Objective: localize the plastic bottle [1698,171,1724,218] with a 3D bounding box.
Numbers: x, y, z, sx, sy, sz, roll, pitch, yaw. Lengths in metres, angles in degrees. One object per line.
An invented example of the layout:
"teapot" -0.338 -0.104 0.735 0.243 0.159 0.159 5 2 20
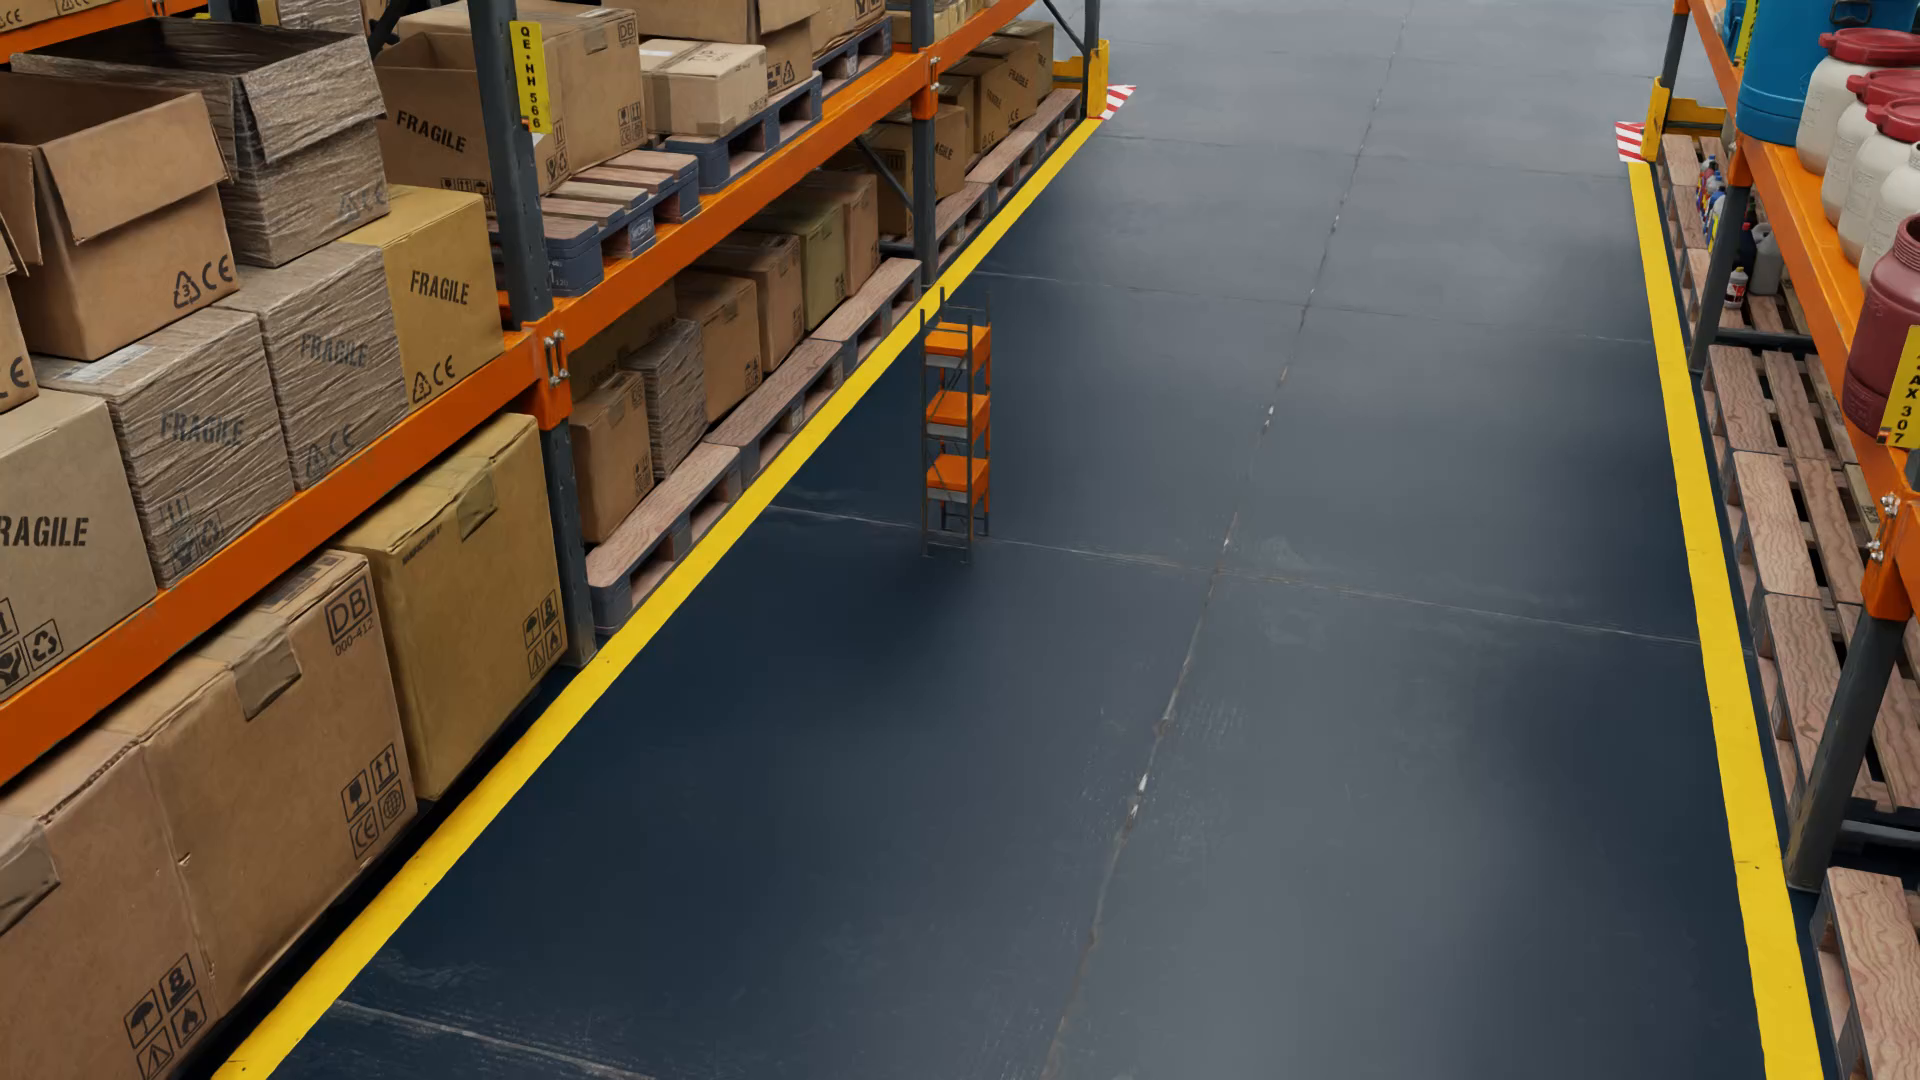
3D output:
"plastic bottle" 4.348 -1.997 9.609 0.097 0.271 0.097 0 29 0

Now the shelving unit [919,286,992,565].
"shelving unit" -0.016 -0.434 6.450 0.215 1.050 0.252 8 30 15

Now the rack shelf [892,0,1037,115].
"rack shelf" -0.043 -3.417 10.548 1.077 0.370 4.000 8 30 15

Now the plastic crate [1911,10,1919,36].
"plastic crate" 4.380 -2.294 7.851 0.767 0.338 0.504 8 30 15

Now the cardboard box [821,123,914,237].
"cardboard box" -0.474 -2.074 9.532 0.500 0.500 0.500 8 30 13

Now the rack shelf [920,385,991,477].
"rack shelf" -0.016 -0.425 6.455 0.215 0.259 0.240 8 30 15

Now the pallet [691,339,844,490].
"pallet" -1.213 -0.653 7.707 1.003 0.211 1.213 8 30 15

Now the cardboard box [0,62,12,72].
"cardboard box" -5.438 -2.456 9.962 1.050 0.750 0.750 8 30 15

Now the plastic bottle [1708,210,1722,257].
"plastic bottle" 4.169 -1.710 9.011 0.144 0.351 0.185 8 30 15

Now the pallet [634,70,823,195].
"pallet" -1.262 -1.785 7.071 1.003 0.211 1.213 8 30 15

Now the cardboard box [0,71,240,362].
"cardboard box" -2.228 -0.786 3.942 0.797 0.503 0.637 9 30 16

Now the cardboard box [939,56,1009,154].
"cardboard box" 0.000 -2.894 11.006 0.500 0.500 0.500 11 31 20

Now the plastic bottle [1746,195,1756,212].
"plastic bottle" 4.323 -1.741 9.135 0.061 0.283 0.133 8 30 15

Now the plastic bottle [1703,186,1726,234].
"plastic bottle" 4.259 -1.856 9.356 0.097 0.271 0.097 0 29 0

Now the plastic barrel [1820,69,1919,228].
"plastic barrel" 3.399 -1.401 6.043 0.433 0.535 0.433 0 29 0

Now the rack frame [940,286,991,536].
"rack frame" 0.020 -0.491 6.552 0.200 1.050 0.008 8 30 15

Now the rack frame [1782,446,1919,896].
"rack frame" 2.931 -0.237 4.090 1.000 3.000 0.127 8 30 15

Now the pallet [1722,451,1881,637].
"pallet" 3.555 0.062 6.421 1.003 0.211 1.213 8 30 15

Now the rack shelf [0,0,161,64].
"rack shelf" -5.929 -2.313 8.563 1.077 0.370 4.000 8 30 15

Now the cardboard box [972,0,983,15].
"cardboard box" -0.082 -3.102 9.498 0.380 0.149 0.250 8 30 15

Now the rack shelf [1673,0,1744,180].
"rack shelf" 4.692 -2.711 9.277 1.077 0.370 4.000 8 30 15

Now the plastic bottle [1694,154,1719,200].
"plastic bottle" 4.449 -2.156 9.895 0.097 0.271 0.097 0 29 0

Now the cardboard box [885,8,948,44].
"cardboard box" -0.279 -2.750 8.866 0.380 0.149 0.250 8 30 15

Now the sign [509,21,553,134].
"sign" -1.273 -1.372 4.939 0.100 0.325 0.005 8 30 15

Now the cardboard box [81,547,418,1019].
"cardboard box" -2.296 0.532 4.461 1.225 0.875 0.875 9 30 15

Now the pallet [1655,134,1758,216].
"pallet" 5.058 -2.317 10.698 1.003 0.211 1.213 8 30 15

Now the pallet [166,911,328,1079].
"pallet" -2.468 1.196 4.383 1.003 0.211 1.213 8 30 15

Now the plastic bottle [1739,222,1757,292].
"plastic bottle" 4.018 -1.471 8.581 0.144 0.351 0.185 8 30 14

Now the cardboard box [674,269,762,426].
"cardboard box" -1.316 -0.882 7.368 0.700 0.500 0.500 11 31 19

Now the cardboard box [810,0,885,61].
"cardboard box" -0.997 -2.899 7.826 1.000 1.000 1.000 9 30 15

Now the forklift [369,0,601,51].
"forklift" -2.618 -2.953 9.043 1.130 2.935 3.031 -20 35 -32

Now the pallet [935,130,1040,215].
"pallet" -0.110 -2.470 10.973 1.003 0.211 1.213 8 30 15

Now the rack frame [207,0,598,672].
"rack frame" -1.804 -0.944 5.361 1.000 3.000 0.127 8 30 15

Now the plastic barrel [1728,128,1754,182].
"plastic barrel" 5.012 -2.501 10.288 0.421 0.512 0.421 0 29 0

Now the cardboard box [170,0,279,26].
"cardboard box" -5.090 -3.094 10.981 0.875 0.875 0.875 9 30 16

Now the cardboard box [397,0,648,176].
"cardboard box" -1.616 -1.701 6.188 0.700 0.500 0.500 13 32 22

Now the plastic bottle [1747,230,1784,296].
"plastic bottle" 4.156 -1.450 8.544 0.144 0.351 0.185 8 30 15

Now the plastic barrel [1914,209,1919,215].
"plastic barrel" 3.028 -0.794 4.977 0.421 0.512 0.421 0 29 0

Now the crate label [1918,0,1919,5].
"crate label" 4.997 -3.076 9.158 0.502 0.435 0.616 8 30 15

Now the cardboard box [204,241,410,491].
"cardboard box" -1.864 -0.492 4.445 0.500 0.500 0.500 8 30 14

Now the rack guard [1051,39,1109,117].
"rack guard" 0.522 -3.534 12.588 1.175 0.500 0.348 8 30 15

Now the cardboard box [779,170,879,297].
"cardboard box" -0.831 -1.620 8.695 0.700 0.500 0.500 6 30 11
